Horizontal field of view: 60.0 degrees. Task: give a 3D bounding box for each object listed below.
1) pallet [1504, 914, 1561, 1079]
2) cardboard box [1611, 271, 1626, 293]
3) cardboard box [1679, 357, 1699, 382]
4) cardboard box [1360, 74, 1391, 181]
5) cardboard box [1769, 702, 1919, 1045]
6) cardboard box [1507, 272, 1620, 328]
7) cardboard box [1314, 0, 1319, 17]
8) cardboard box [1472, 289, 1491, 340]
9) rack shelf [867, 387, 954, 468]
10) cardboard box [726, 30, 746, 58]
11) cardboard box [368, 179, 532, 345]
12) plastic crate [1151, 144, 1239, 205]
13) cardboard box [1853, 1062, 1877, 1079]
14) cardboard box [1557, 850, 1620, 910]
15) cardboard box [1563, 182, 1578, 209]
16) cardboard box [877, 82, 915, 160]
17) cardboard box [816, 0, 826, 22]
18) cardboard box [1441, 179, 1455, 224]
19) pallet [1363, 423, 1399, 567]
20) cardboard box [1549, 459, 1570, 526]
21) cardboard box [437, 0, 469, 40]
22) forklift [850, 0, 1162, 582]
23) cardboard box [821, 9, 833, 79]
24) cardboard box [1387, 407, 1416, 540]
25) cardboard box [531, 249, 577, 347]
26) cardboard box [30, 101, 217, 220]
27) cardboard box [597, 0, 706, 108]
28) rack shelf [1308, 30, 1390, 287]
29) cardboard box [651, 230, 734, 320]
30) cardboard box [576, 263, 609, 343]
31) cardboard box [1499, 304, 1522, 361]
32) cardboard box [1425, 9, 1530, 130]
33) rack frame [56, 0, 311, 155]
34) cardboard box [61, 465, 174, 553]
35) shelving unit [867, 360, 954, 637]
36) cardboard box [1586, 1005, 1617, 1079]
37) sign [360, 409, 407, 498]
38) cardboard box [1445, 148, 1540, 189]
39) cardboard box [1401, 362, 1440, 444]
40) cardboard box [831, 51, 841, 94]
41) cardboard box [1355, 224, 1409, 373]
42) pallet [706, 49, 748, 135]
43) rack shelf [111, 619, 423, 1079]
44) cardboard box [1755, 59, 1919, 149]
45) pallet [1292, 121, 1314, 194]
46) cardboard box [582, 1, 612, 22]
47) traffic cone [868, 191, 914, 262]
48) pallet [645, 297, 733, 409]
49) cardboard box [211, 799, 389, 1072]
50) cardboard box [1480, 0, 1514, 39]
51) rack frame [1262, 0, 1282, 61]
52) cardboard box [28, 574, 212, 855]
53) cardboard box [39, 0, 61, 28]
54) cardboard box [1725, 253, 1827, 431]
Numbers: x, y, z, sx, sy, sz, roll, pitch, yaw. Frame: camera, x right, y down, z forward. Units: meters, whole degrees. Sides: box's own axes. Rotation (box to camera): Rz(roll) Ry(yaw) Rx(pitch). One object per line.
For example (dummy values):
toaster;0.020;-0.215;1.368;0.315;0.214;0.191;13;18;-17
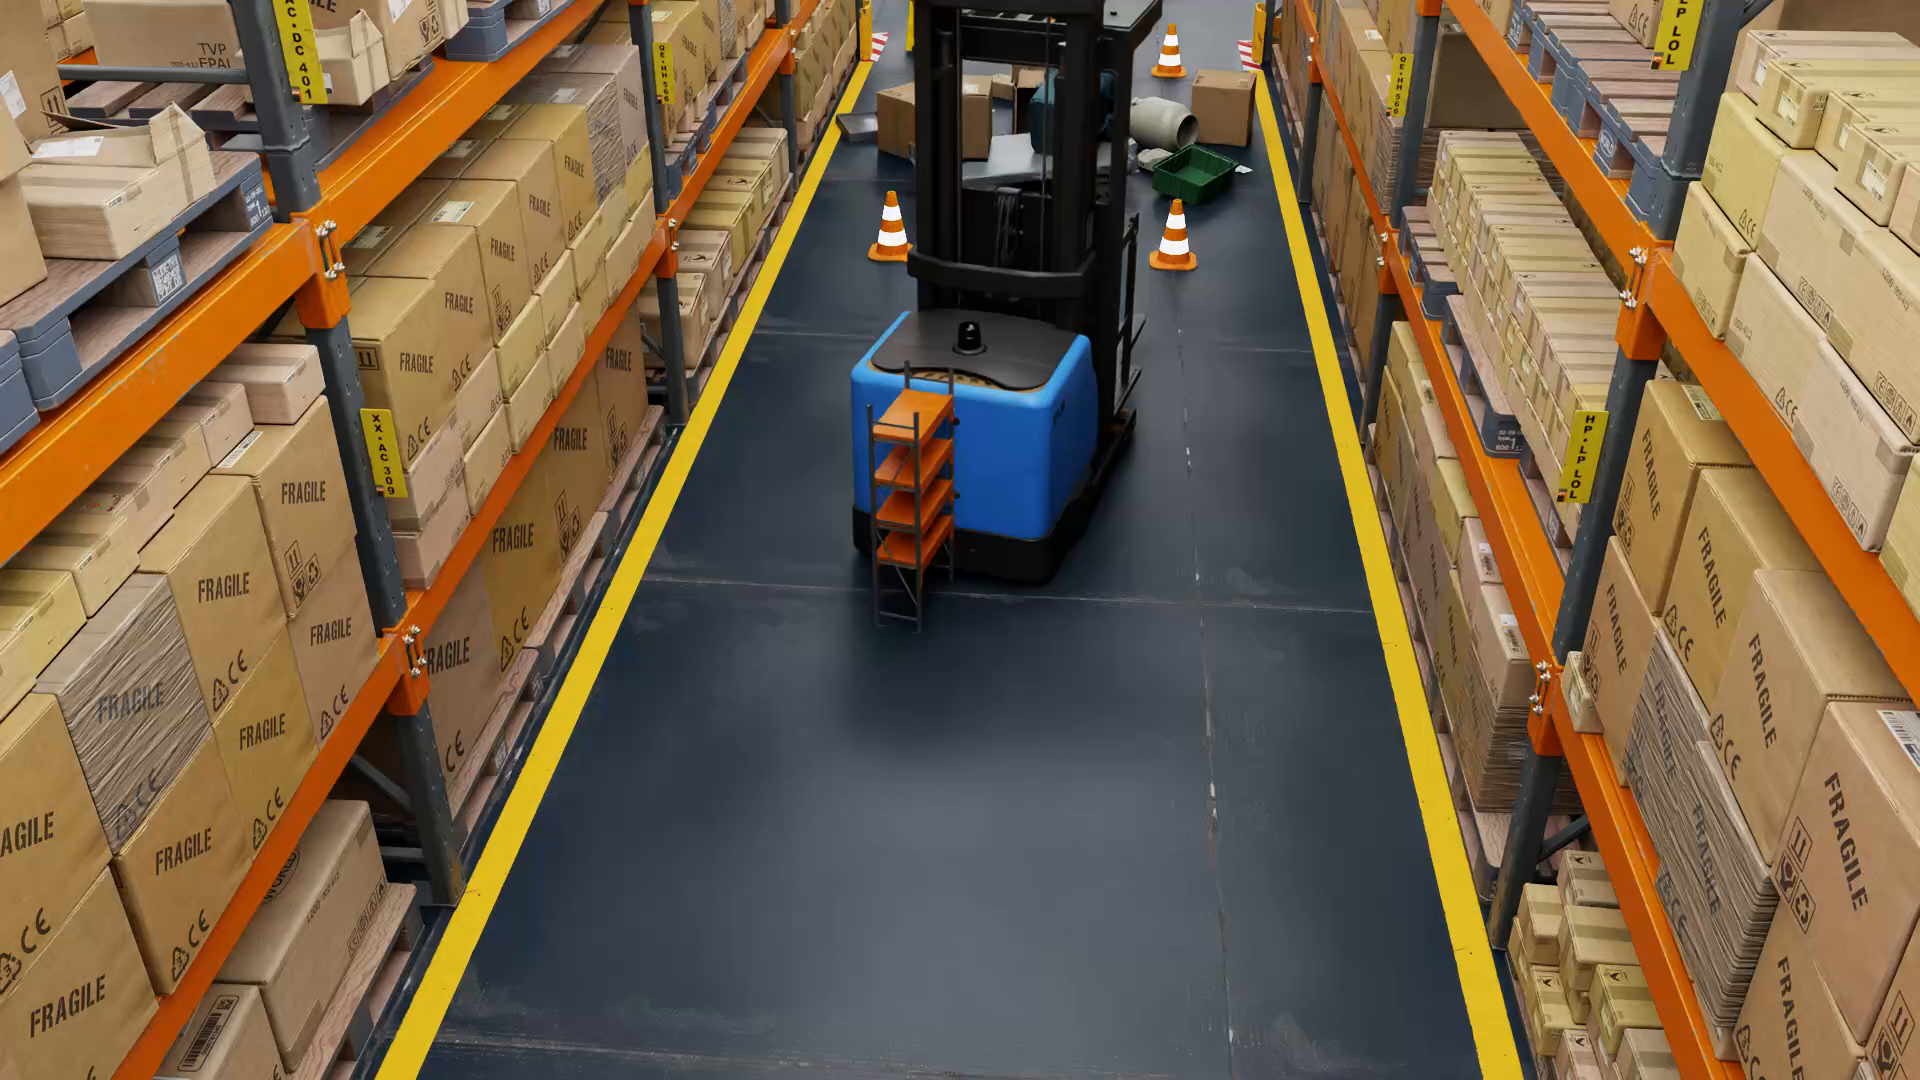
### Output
pallet;2.482;1.796;5.634;1.003;0.211;1.213;2;32;4
cardboard box;3.158;-1.094;7.506;0.380;0.149;0.250;1;32;2
cardboard box;3.072;-0.676;6.544;0.380;0.149;0.250;4;32;6
cardboard box;2.638;-2.386;9.667;0.500;0.500;0.500;2;32;4
cardboard box;2.079;0.689;3.441;0.500;0.500;0.500;1;32;2
cardboard box;2.446;-0.969;6.735;0.380;0.149;0.250;1;32;2
cardboard box;3.171;-4.184;12.537;0.875;0.550;0.550;2;32;4
cardboard box;2.483;-0.988;7.334;0.380;0.149;0.250;3;32;5
rack shelf;-0.225;-0.526;7.711;0.258;0.148;0.480;10;33;15
cardboard box;-1.653;-3.344;11.156;0.380;0.149;0.250;2;32;4
cardboard box;-2.061;-1.118;6.656;0.500;0.500;0.500;2;32;3
plastic crate;1.861;-2.901;13.224;0.450;0.188;0.662;29;41;23
cardboard box;2.034;1.398;3.243;0.500;0.500;0.500;3;32;4
cardboard box;2.267;1.209;5.679;0.380;0.149;0.250;4;32;6
cardboard box;3.241;-1.756;8.296;0.380;0.149;0.250;3;32;5
cardboard box;-0.346;-3.525;13.990;0.500;0.500;0.500;27;41;37
cardboard box;-1.343;-4.459;14.013;0.380;0.149;0.250;4;32;7
cardboard box;2.567;-1.648;8.120;0.380;0.149;0.250;4;32;6
pallet;2.762;-0.240;8.938;1.003;0.211;1.213;2;32;4
cardboard box;2.357;-0.168;6.002;0.380;0.149;0.250;3;32;4
cardboard box;-1.989;-1.905;5.946;0.380;0.166;0.250;0;32;1
forklift;0.393;-1.802;8.880;1.130;2.935;3.031;10;33;15
cardboard box;-1.396;-4.261;14.312;0.500;0.500;0.500;4;32;7
cardboard box;2.478;-0.328;8.405;0.500;0.500;0.500;3;32;5
cardboard box;-2.003;-1.070;7.294;0.500;0.250;0.500;2;32;2
cardboard box;-2.174;-0.996;4.280;0.396;0.266;0.258;3;32;6
cardboard box;-1.812;-2.840;9.720;0.500;0.500;0.500;4;32;7
rack shelf;2.990;-2.575;10.755;1.077;0.370;4.000;2;32;4
cardboard box;-2.007;-1.735;10.811;0.950;0.372;0.625;2;32;3
cardboard box;-1.980;-1.124;7.858;0.500;0.250;0.500;2;32;3
cardboard box;2.441;-0.848;6.823;0.380;0.149;0.250;3;32;4
cardboard box;2.873;-2.538;8.961;0.700;0.500;0.500;2;32;4
rack frame;-2.441;-2.456;4.158;1.000;3.000;0.127;2;32;4
cardboard box;-2.311;-0.076;4.347;0.380;0.149;0.250;2;32;4
shelving unit;-0.225;-0.192;7.917;0.258;1.200;0.503;10;33;15
cardboard box;2.238;1.606;5.319;0.380;0.149;0.250;2;32;4
sign;-1.887;-0.282;5.447;0.100;0.325;0.005;2;32;4
cardboard box;2.577;-1.786;8.062;0.380;0.149;0.250;2;32;3
cardboard box;2.488;-0.654;8.219;0.500;0.250;0.500;2;32;3
cardboard box;-1.348;-4.207;14.938;0.500;0.250;0.500;1;32;2
cardboard box;2.966;-1.371;9.859;1.050;0.750;0.750;2;32;3
pallet;-1.995;-2.949;10.859;1.003;0.211;1.213;2;32;4
rack shelf;-2.603;1.450;4.224;1.077;0.370;4.000;2;32;4
cardboard box;2.181;-1.057;4.033;0.380;0.149;0.250;1;32;2
pallet;3.292;-3.134;13.634;1.003;0.211;1.213;2;32;4
cardboard box;-2.324;-2.862;9.756;0.500;0.500;0.500;2;32;3
traffic cone;-0.495;-2.297;12.037;0.336;0.463;0.334;2;32;4
pallet;-2.050;-1.215;10.521;1.003;0.211;1.213;2;32;4
cardboard box;-2.599;1.333;5.769;0.875;0.438;0.875;2;32;3
cardboard box;2.446;-2.344;6.740;0.500;0.500;0.500;2;32;4
rack frame;3.478;-6.018;15.657;1.000;3.000;0.127;2;32;4
cardboard box;-2.285;0.420;4.162;0.500;0.500;0.500;3;32;5
cardboard box;-6.604;-3.640;11.465;0.500;0.250;0.500;3;32;5
cardboard box;2.169;-0.464;3.927;0.500;0.250;0.500;2;32;3
